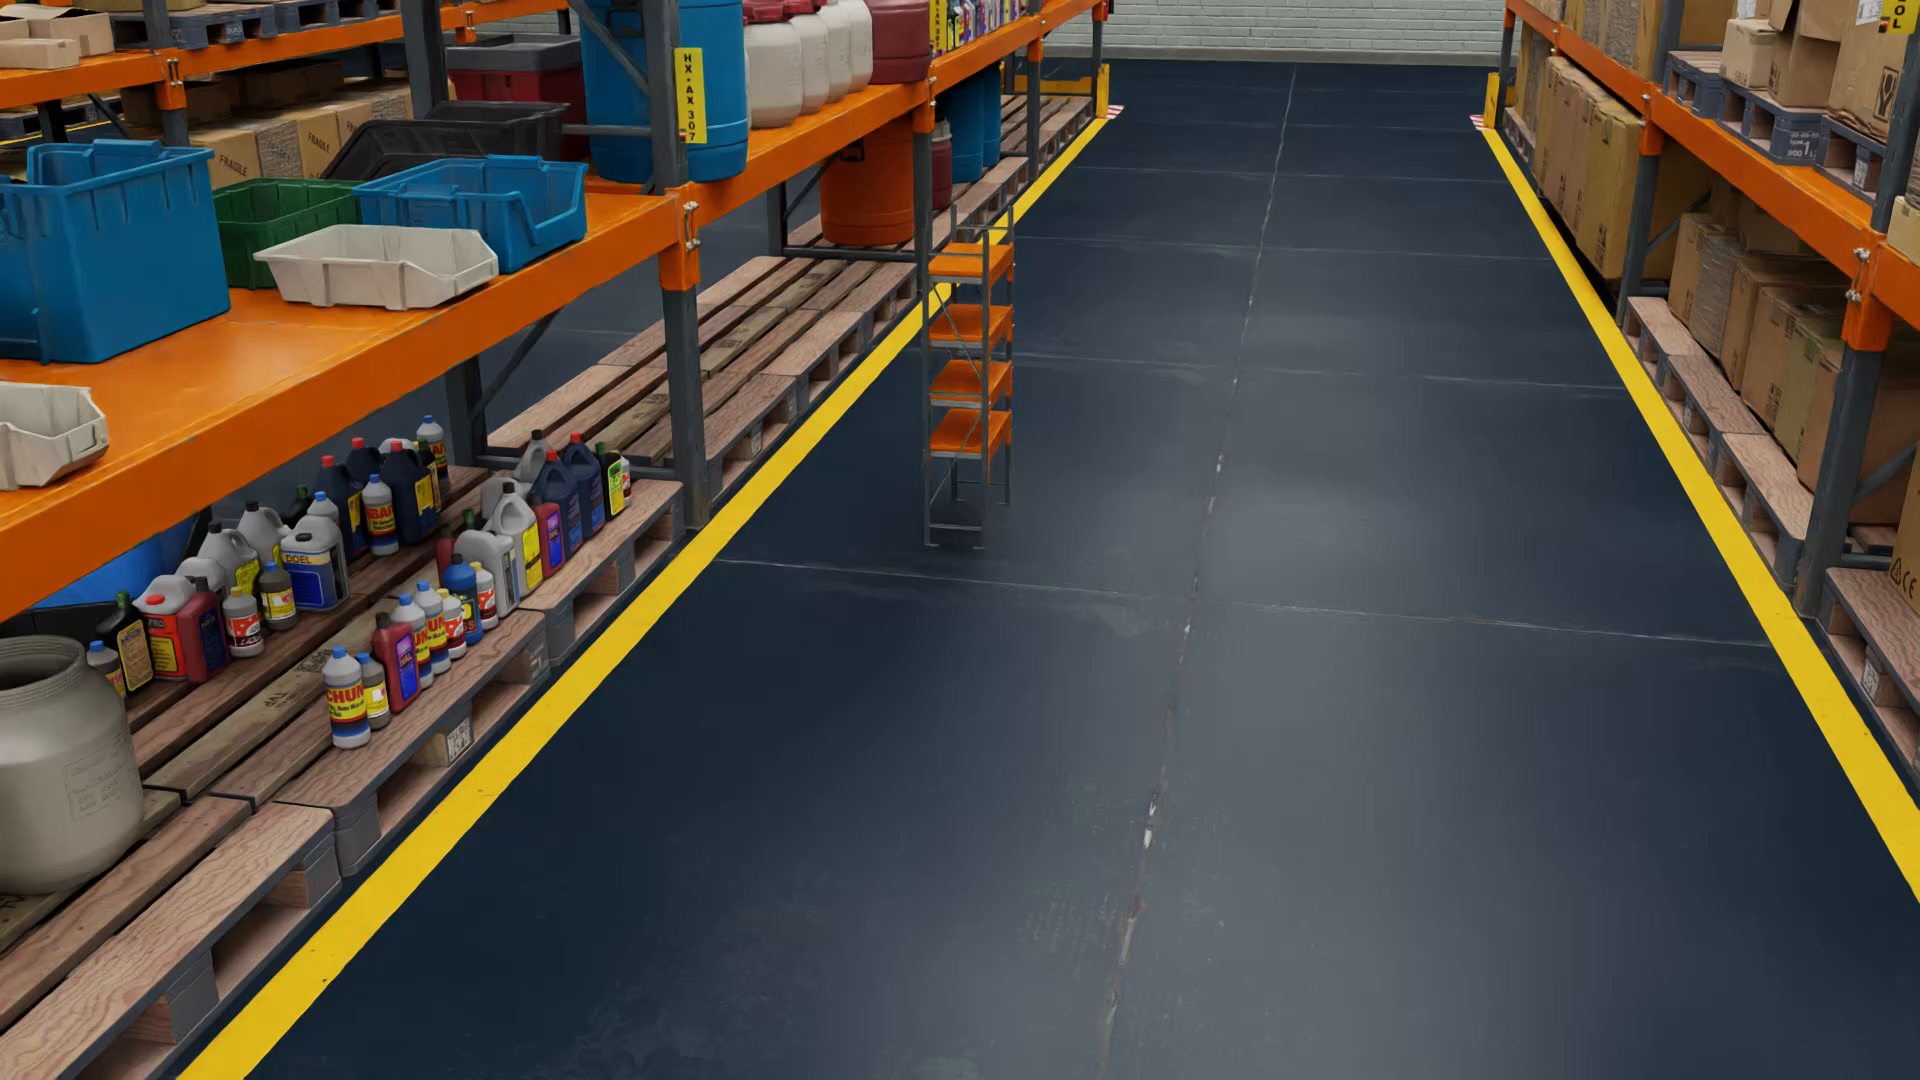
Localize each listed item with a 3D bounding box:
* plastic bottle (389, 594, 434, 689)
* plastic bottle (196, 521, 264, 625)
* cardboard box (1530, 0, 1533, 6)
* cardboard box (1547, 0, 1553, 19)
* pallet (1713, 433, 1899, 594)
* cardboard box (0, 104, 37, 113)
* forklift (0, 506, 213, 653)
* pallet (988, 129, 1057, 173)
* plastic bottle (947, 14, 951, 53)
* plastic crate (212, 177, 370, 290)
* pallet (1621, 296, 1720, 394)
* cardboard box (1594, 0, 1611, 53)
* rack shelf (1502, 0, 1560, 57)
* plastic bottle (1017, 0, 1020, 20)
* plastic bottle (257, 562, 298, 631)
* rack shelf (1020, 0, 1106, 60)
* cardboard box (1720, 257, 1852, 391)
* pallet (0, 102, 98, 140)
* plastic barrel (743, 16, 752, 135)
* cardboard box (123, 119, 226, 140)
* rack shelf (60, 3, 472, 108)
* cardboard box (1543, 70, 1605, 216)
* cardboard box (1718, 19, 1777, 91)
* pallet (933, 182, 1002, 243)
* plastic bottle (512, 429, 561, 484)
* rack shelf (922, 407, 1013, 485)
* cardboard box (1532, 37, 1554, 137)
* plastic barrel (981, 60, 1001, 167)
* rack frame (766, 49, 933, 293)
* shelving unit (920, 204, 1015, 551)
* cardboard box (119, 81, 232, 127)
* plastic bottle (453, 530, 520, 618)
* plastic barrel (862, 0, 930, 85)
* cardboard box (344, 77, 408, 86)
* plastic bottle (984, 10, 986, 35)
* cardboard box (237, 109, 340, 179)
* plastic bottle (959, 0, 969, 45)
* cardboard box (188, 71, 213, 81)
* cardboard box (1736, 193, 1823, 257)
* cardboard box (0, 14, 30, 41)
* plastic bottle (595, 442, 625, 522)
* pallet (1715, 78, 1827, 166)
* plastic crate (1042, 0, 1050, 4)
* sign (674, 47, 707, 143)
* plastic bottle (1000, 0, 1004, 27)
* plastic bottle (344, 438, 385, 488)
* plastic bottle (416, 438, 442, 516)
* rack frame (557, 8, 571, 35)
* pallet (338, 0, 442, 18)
[{"bbox_3d":[-1.553,0.282,4.702,0.097,0.271,0.097,0,22,0],"label":"plastic bottle"},{"bbox_3d":[-2.216,0.103,5.040,0.144,0.351,0.185,5,23,13],"label":"plastic bottle"},{"bbox_3d":[5.055,-4.609,14.119,0.380,0.149,0.250,5,22,12],"label":"cardboard box"},{"bbox_3d":[4.793,-4.141,12.955,0.380,0.149,0.250,5,22,12],"label":"cardboard box"},{"bbox_3d":[3.524,-0.092,6.299,1.003,0.211,1.213,4,22,11],"label":"pallet"},{"bbox_3d":[-9.295,-4.460,16.196,0.700,0.500,0.500,5,22,12],"label":"cardboard box"},{"bbox_3d":[-4.022,-0.928,4.736,3.031,2.935,1.130,-6,23,-15],"label":"forklift"},{"bbox_3d":[0.262,-3.382,14.469,1.003,0.211,1.213,4,22,11],"label":"pallet"},{"bbox_3d":[-0.095,-3.235,10.527,0.061,0.283,0.133,4,22,11],"label":"plastic bottle"},{"bbox_3d":[-2.036,-0.905,4.869,0.450,0.188,0.662,4,22,11],"label":"plastic crate"},{"bbox_3d":[4.022,-0.984,8.515,1.003,0.211,1.213,4,22,11],"label":"pallet"},{"bbox_3d":[4.356,-3.367,10.565,0.500,0.500,0.500,5,22,12],"label":"cardboard box"},{"bbox_3d":[5.407,-4.424,14.286,1.077,0.370,4.000,4,22,11],"label":"rack shelf"},{"bbox_3d":[0.386,-4.177,12.877,0.152,0.276,0.135,4,22,11],"label":"plastic bottle"},{"bbox_3d":[-2.089,0.165,5.085,0.097,0.201,0.097,0,22,0],"label":"plastic bottle"},{"bbox_3d":[0.558,-4.801,15.223,1.077,0.370,4.000,4,22,11],"label":"rack shelf"},{"bbox_3d":[3.856,-0.950,7.453,0.700,0.500,0.500,6,23,15],"label":"cardboard box"},{"bbox_3d":[-9.317,-4.138,16.345,1.003,0.211,1.213,4,22,11],"label":"pallet"},{"bbox_3d":[-1.072,-1.874,6.810,0.433,0.535,0.433,0,22,0],"label":"plastic barrel"},{"bbox_3d":[-5.553,-2.724,11.860,0.500,0.500,0.500,5,23,13],"label":"cardboard box"},{"bbox_3d":[-5.106,-3.718,12.532,1.077,0.370,4.000,4,22,11],"label":"rack shelf"},{"bbox_3d":[4.706,-2.673,11.257,1.225,0.875,0.875,4,22,9],"label":"cardboard box"},{"bbox_3d":[3.616,-2.093,7.174,0.500,0.250,0.500,4,22,9],"label":"cardboard box"},{"bbox_3d":[-0.295,-2.384,11.990,1.003,0.211,1.213,4,22,11],"label":"pallet"},{"bbox_3d":[-1.473,-0.207,5.809,0.144,0.351,0.185,4,22,11],"label":"plastic bottle"},{"bbox_3d":[0.034,-0.371,6.379,0.258,0.148,0.480,4,22,11],"label":"rack shelf"},{"bbox_3d":[5.396,-3.800,14.055,0.875,0.875,0.875,4,22,11],"label":"cardboard box"},{"bbox_3d":[0.022,-3.428,13.096,0.600,0.901,0.708,4,22,11],"label":"plastic barrel"},{"bbox_3d":[-0.666,-2.941,9.641,1.000,3.000,0.127,4,22,11],"label":"rack frame"},{"bbox_3d":[0.034,-0.617,6.280,0.258,1.200,0.503,4,22,11],"label":"shelving unit"},{"bbox_3d":[-5.546,-3.093,11.772,0.500,0.250,0.500,5,23,13],"label":"cardboard box"},{"bbox_3d":[-1.474,0.086,5.181,0.152,0.276,0.135,5,22,12],"label":"plastic bottle"},{"bbox_3d":[-0.464,-2.811,9.136,0.600,0.536,0.708,4,22,11],"label":"plastic barrel"},{"bbox_3d":[-5.035,-3.669,14.205,0.500,0.500,0.500,3,22,8],"label":"cardboard box"},{"bbox_3d":[0.137,-3.646,11.658,0.097,0.201,0.097,0,22,0],"label":"plastic bottle"},{"bbox_3d":[-4.933,-2.884,12.256,0.500,0.500,0.500,4,22,10],"label":"cardboard box"},{"bbox_3d":[0.019,-3.439,11.035,0.061,0.283,0.133,4,22,11],"label":"plastic bottle"},{"bbox_3d":[-8.777,-5.394,18.514,0.700,0.500,0.500,4,22,11],"label":"cardboard box"},{"bbox_3d":[3.977,-1.514,7.850,0.500,0.250,0.500,7,23,17],"label":"cardboard box"},{"bbox_3d":[-5.887,-2.966,9.823,0.500,0.311,0.500,4,22,10],"label":"cardboard box"},{"bbox_3d":[-1.257,-0.221,5.934,0.061,0.283,0.133,6,23,14],"label":"plastic bottle"},{"bbox_3d":[3.819,-1.747,6.934,1.003,0.211,1.213,4,22,11],"label":"pallet"},{"bbox_3d":[0.578,-4.769,14.013,0.402,0.464,0.583,4,22,11],"label":"plastic crate"},{"bbox_3d":[-0.946,-1.560,5.842,0.100,0.325,0.005,4,22,11],"label":"sign"},{"bbox_3d":[0.245,-3.952,12.218,0.144,0.351,0.185,4,22,11],"label":"plastic bottle"},{"bbox_3d":[-2.053,-0.190,5.766,0.144,0.351,0.185,5,22,12],"label":"plastic bottle"},{"bbox_3d":[-1.911,-0.211,5.909,0.061,0.283,0.133,4,22,11],"label":"plastic bottle"},{"bbox_3d":[-3.882,-6.246,17.846,1.000,3.000,0.127,4,22,11],"label":"rack frame"},{"bbox_3d":[-4.968,-4.410,13.545,1.003,0.211,1.213,4,22,11],"label":"pallet"}]
